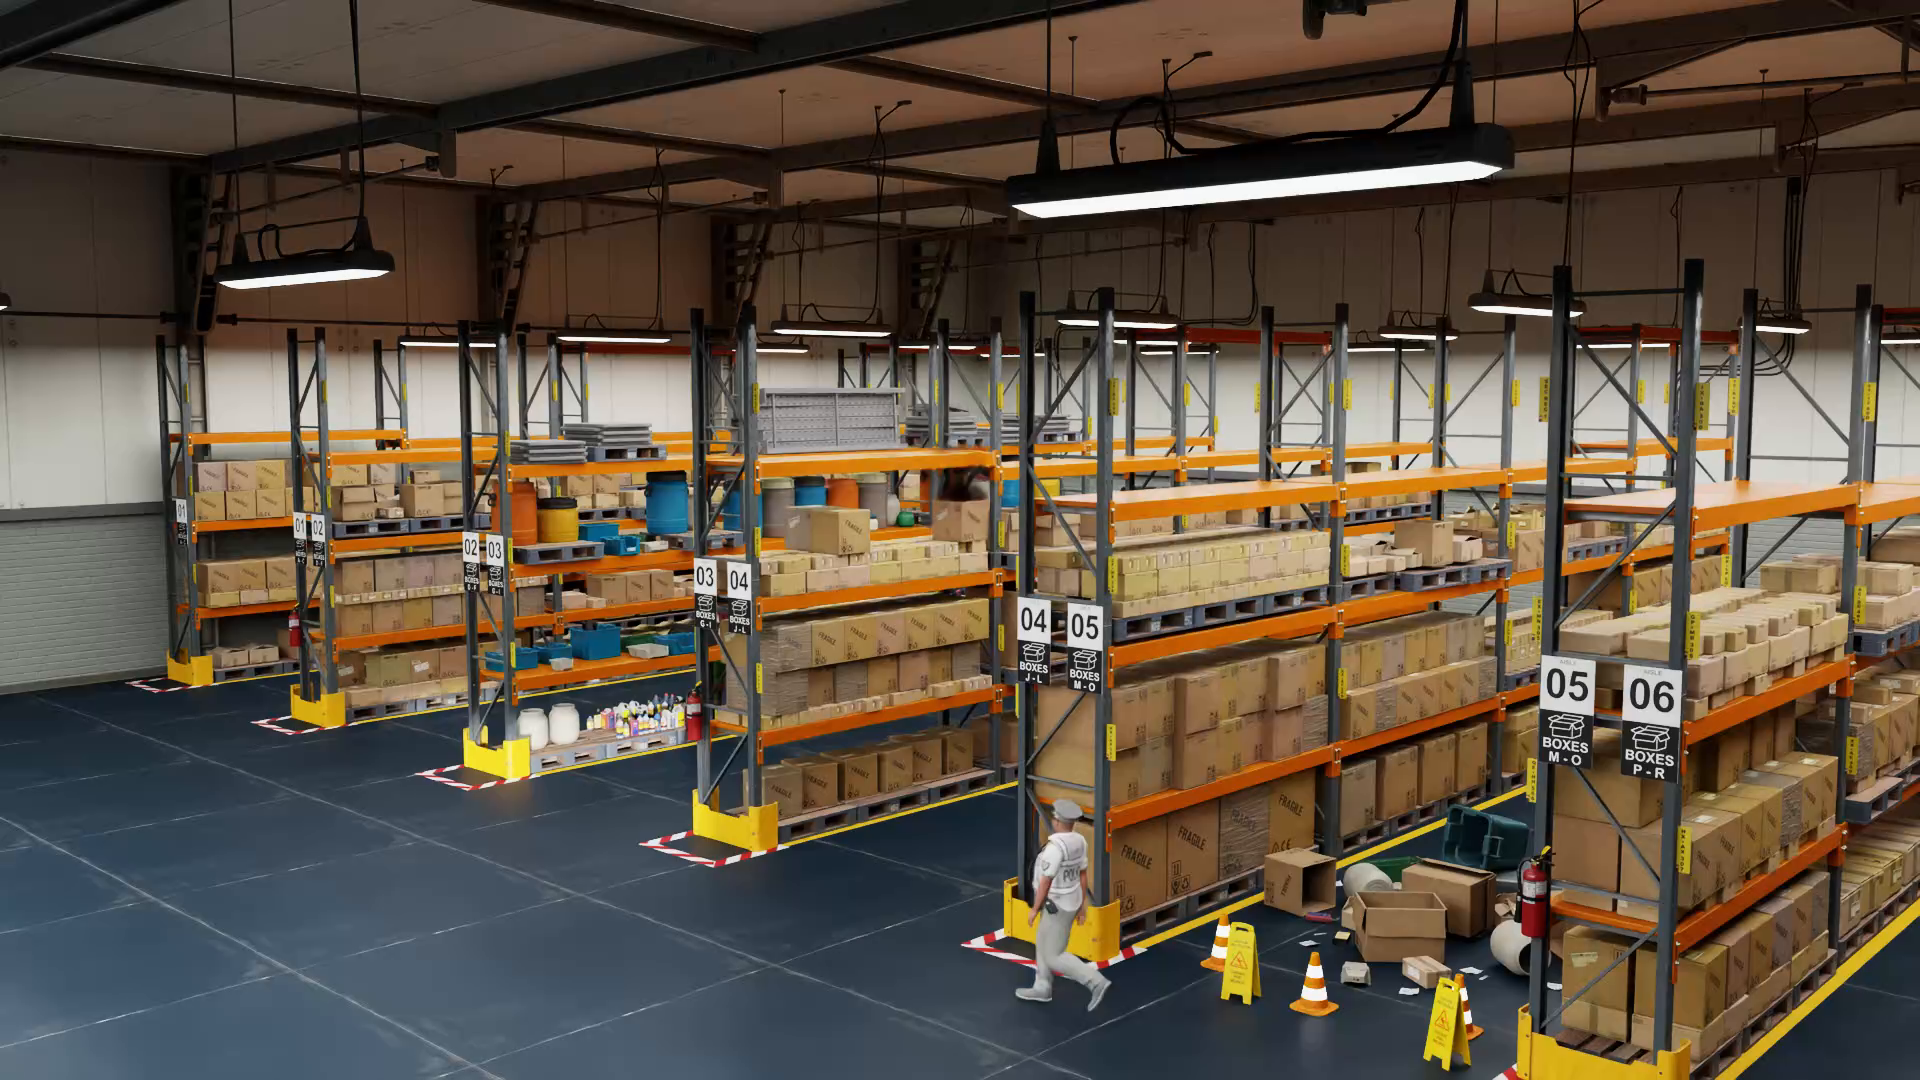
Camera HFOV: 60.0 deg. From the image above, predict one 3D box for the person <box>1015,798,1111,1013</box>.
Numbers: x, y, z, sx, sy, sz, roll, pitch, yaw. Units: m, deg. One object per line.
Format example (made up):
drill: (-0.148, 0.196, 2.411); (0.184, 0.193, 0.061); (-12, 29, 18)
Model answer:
person: (0.829, 2.999, 13.694); (0.839, 1.751, 0.500); (1, 6, 15)

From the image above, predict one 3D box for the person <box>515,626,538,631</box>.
person: (-7.835, 1.473, 30.200); (0.570, 1.717, 0.557); (3, 6, 31)

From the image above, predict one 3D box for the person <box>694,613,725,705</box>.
person: (-3.953, 1.793, 26.643); (0.605, 1.822, 0.460); (0, 5, 2)
